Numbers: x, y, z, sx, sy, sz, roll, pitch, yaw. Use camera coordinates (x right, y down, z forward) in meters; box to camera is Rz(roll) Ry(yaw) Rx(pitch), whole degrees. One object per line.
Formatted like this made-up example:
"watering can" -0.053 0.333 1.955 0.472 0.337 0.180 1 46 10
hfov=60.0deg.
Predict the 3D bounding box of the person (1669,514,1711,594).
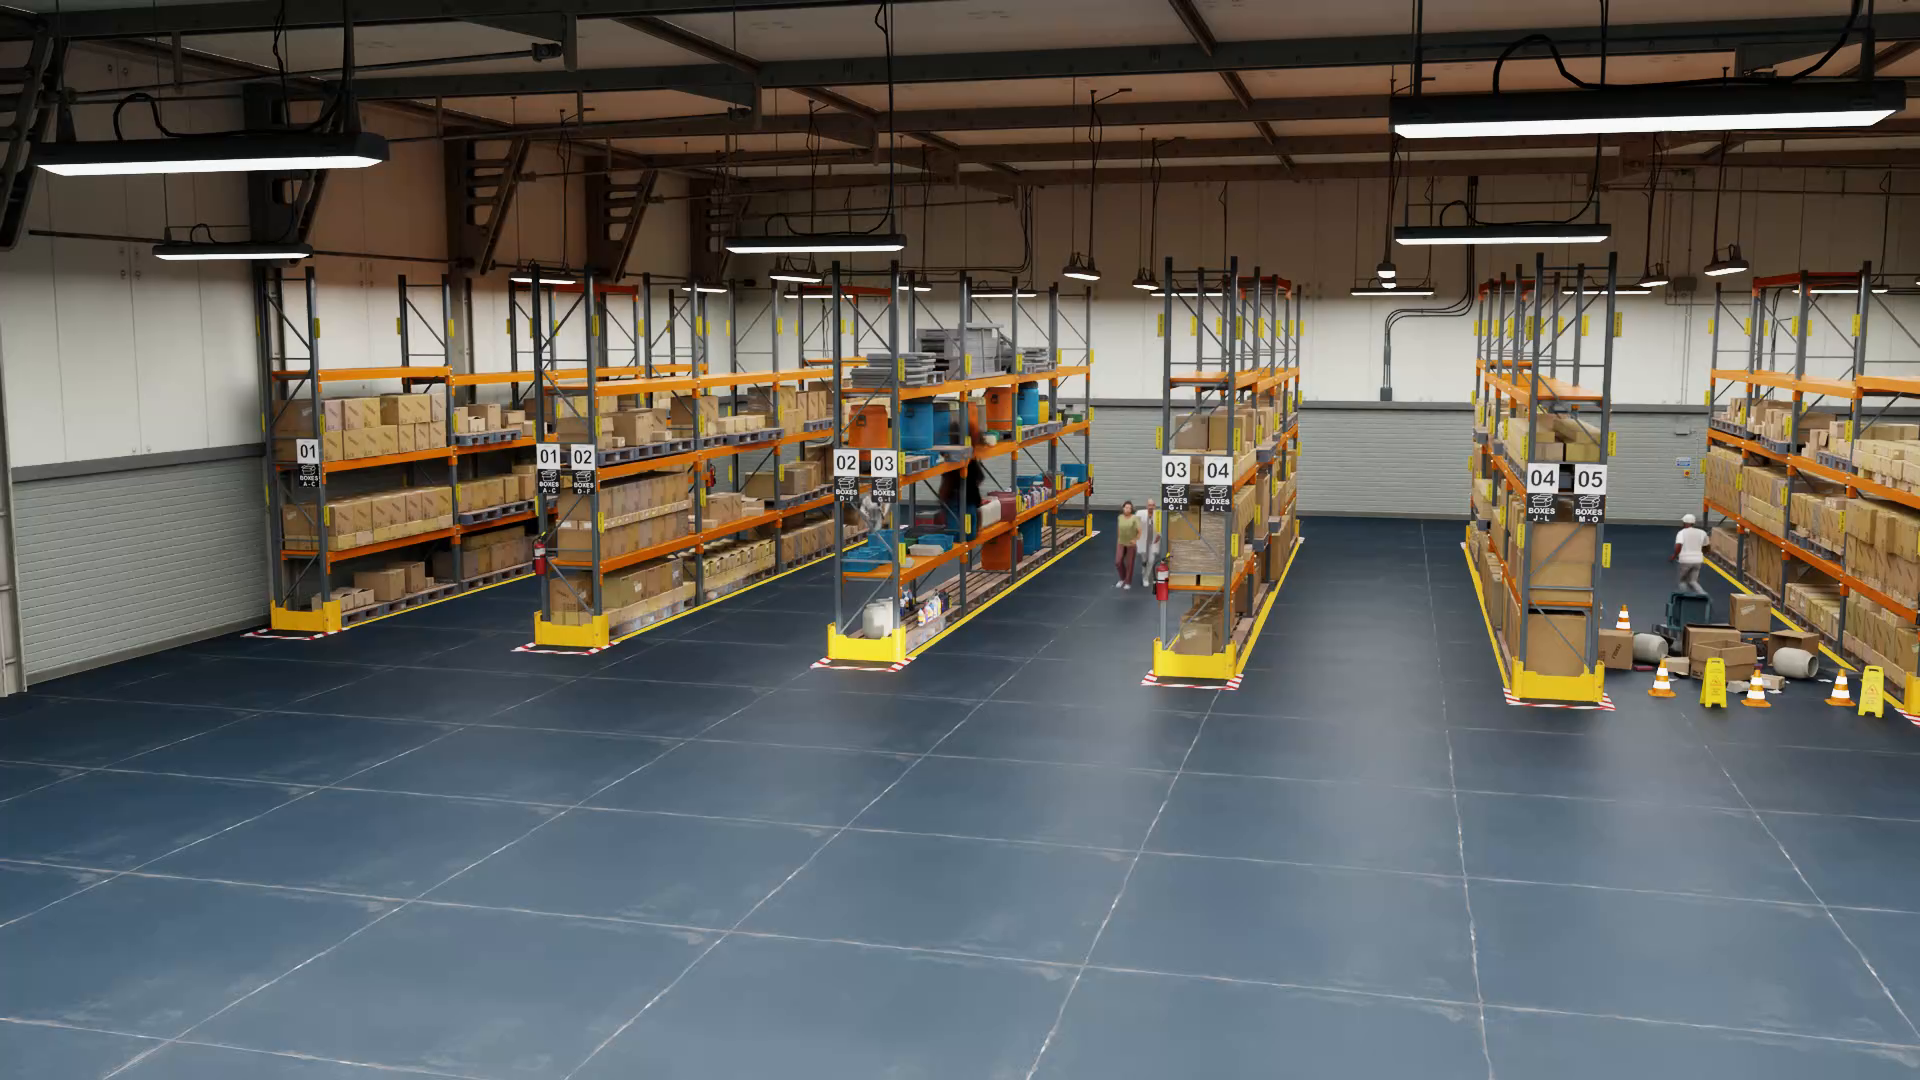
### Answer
"person" 13.052 0.412 29.583 0.702 1.712 0.755 -1 7 -5

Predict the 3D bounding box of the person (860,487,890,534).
"person" -1.862 -0.391 36.485 0.651 1.625 0.982 0 7 1

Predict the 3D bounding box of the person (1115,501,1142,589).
"person" 3.023 0.099 30.040 0.573 1.642 0.723 3 8 21

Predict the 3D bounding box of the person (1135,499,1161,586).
"person" 3.701 0.026 32.608 0.706 1.706 0.712 0 7 -2
